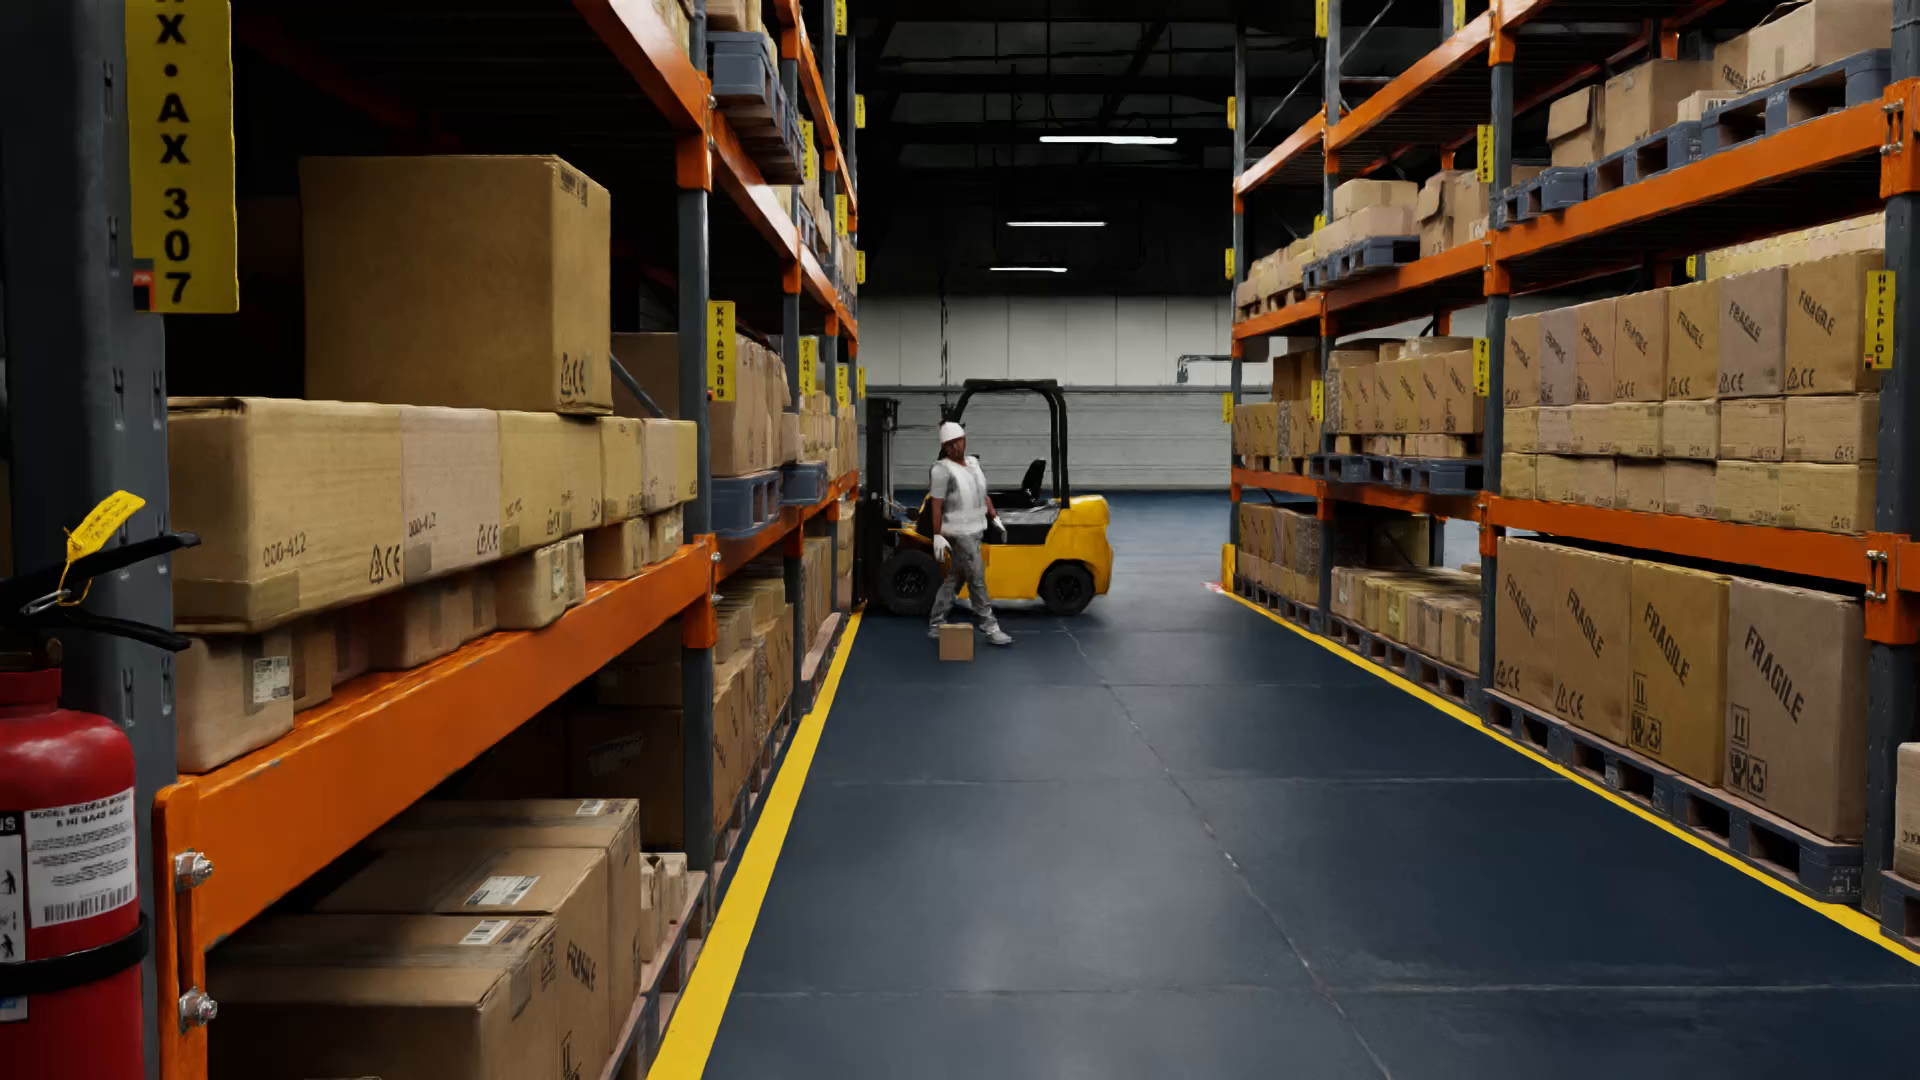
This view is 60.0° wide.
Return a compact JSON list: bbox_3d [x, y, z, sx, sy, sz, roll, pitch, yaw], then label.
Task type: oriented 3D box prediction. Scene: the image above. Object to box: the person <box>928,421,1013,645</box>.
[{"bbox_3d":[0.064,-0.055,13.010,0.723,1.746,0.597,1,4,21],"label":"person"}]
